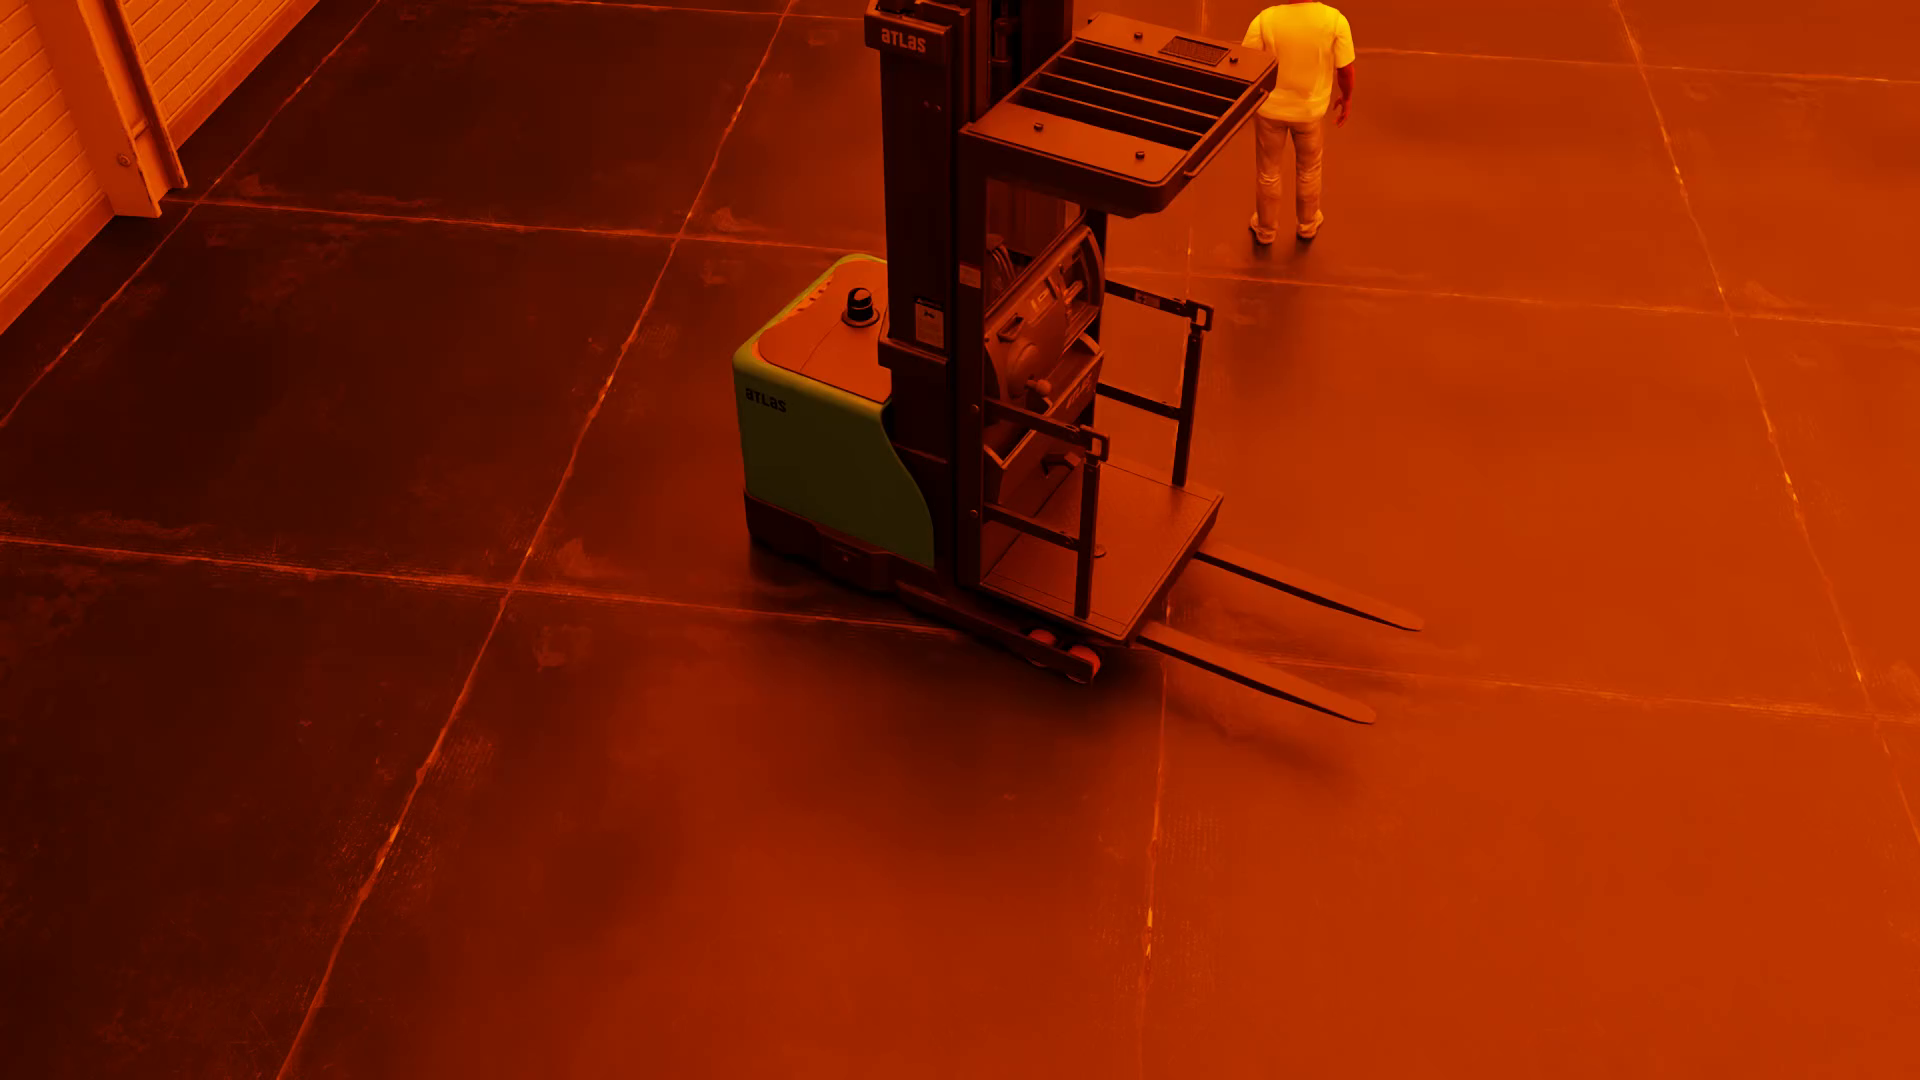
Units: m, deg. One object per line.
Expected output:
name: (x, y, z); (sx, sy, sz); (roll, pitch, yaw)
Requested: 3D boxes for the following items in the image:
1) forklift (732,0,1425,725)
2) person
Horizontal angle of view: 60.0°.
forklift: (0.529, -0.874, 6.675); (3.031, 2.935, 1.130); (21, 47, 22)
person: (1.840, -2.462, 9.257); (0.665, 1.768, 0.566); (6, 43, 6)
